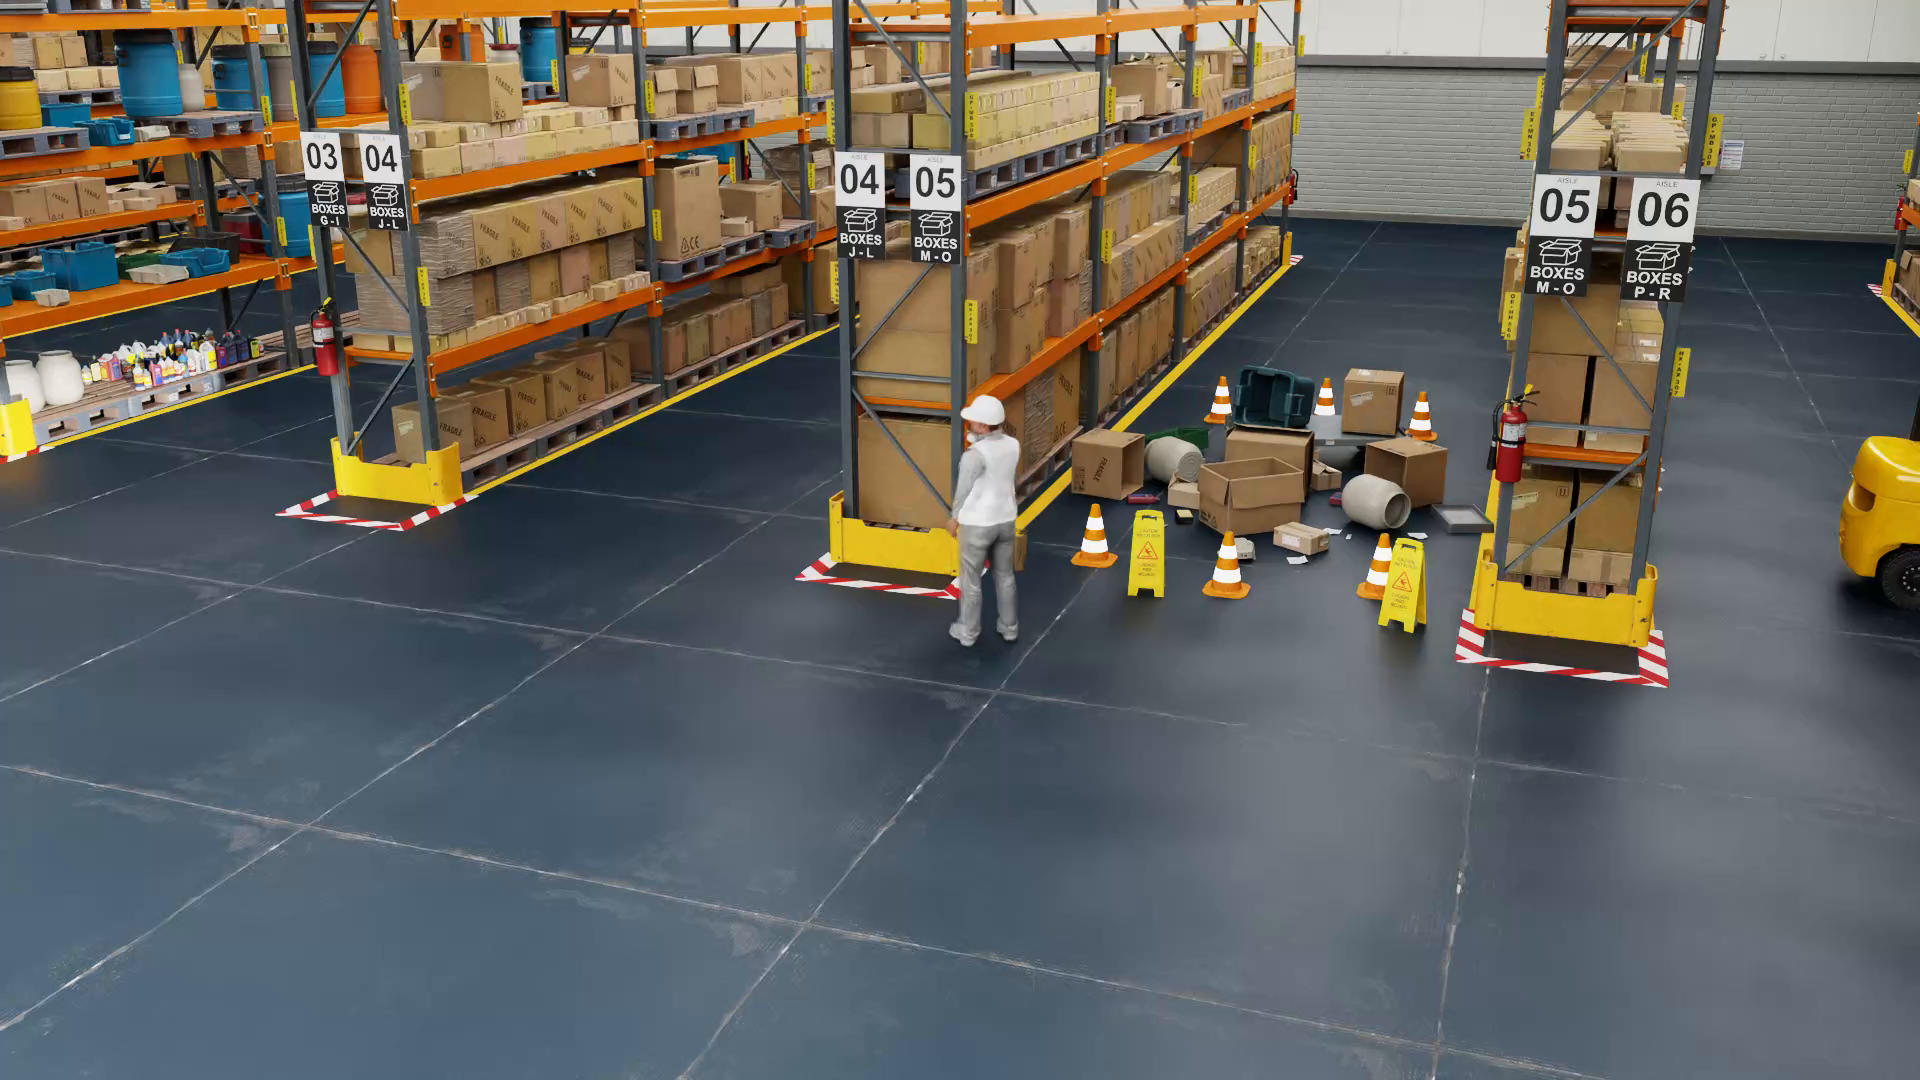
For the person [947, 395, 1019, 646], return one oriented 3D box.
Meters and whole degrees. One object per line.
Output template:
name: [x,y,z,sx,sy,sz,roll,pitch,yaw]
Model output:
person: [0.160,-0.147,11.390,0.583,1.780,0.486,-17,25,-42]
